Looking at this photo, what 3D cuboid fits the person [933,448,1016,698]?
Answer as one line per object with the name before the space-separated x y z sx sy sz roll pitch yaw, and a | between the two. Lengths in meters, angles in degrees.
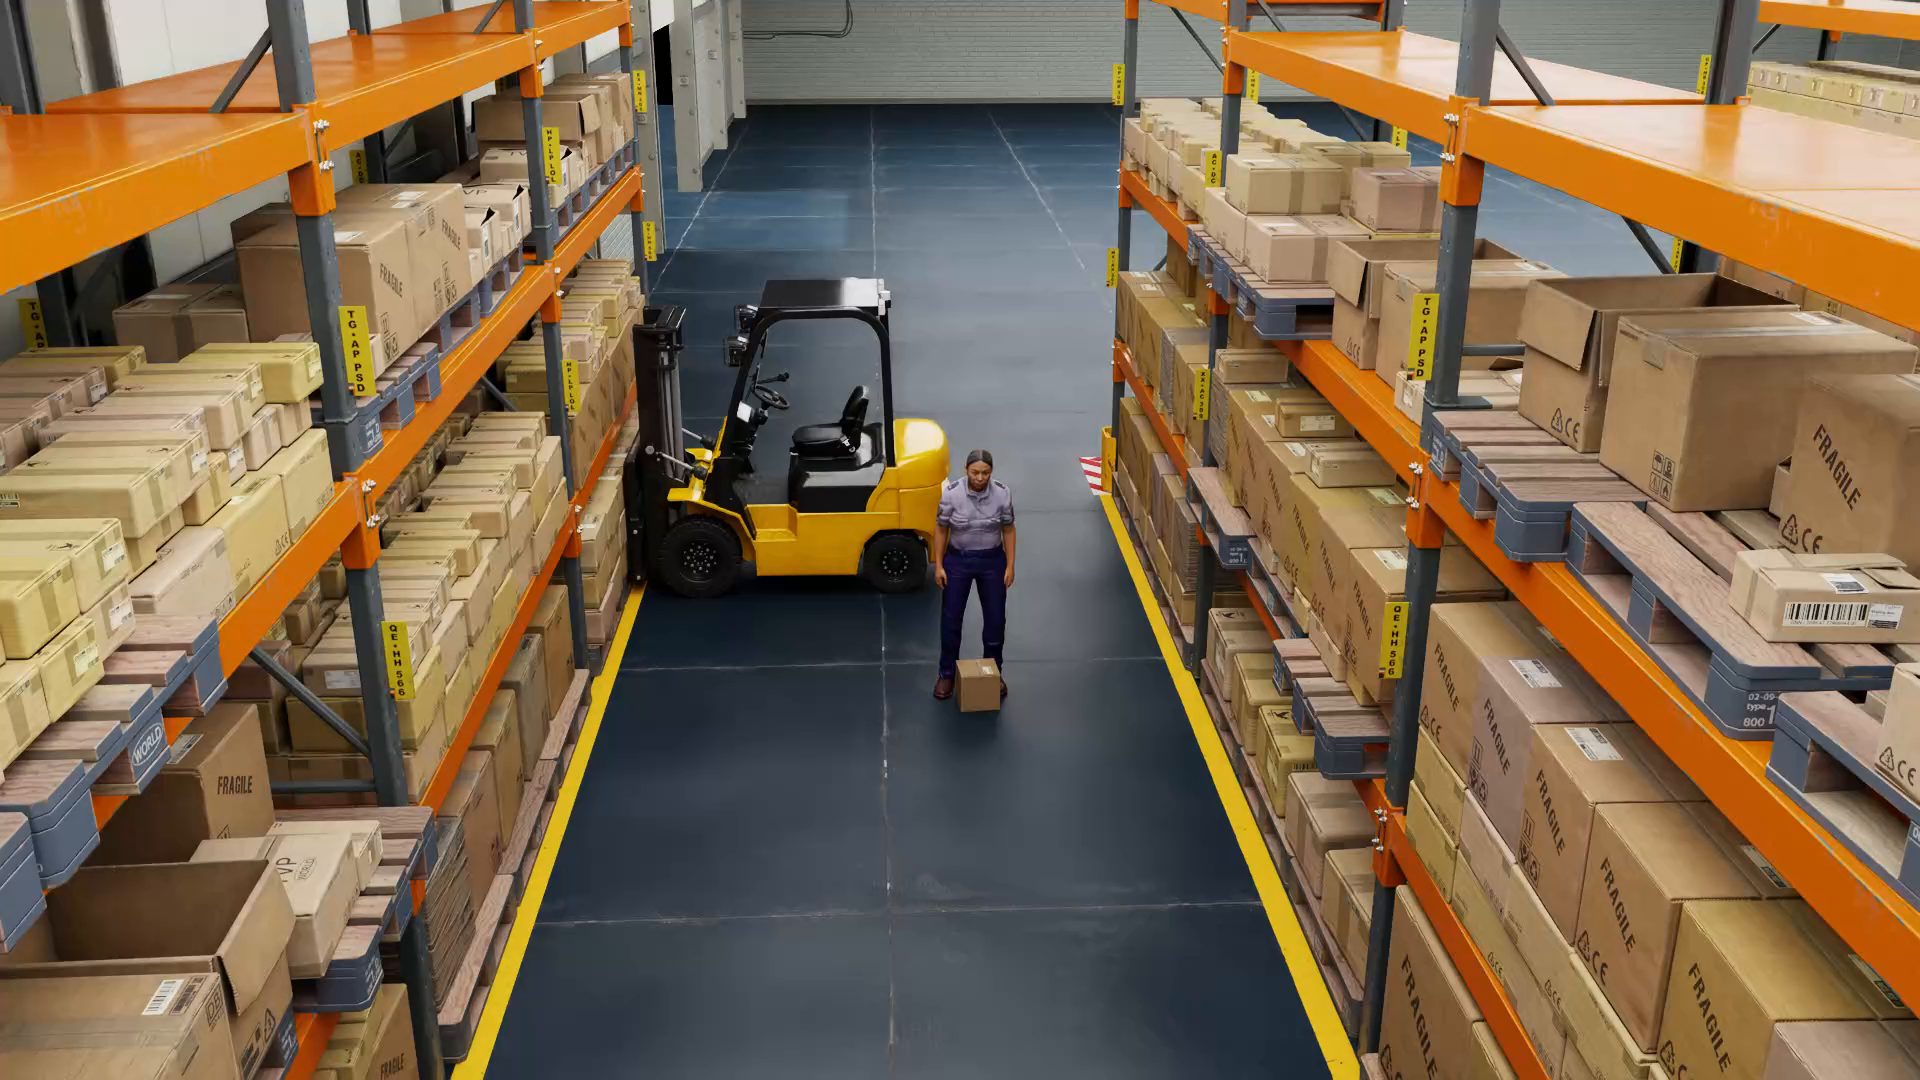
person | 0.088 0.186 10.593 0.537 1.651 0.371 -1 21 -4
